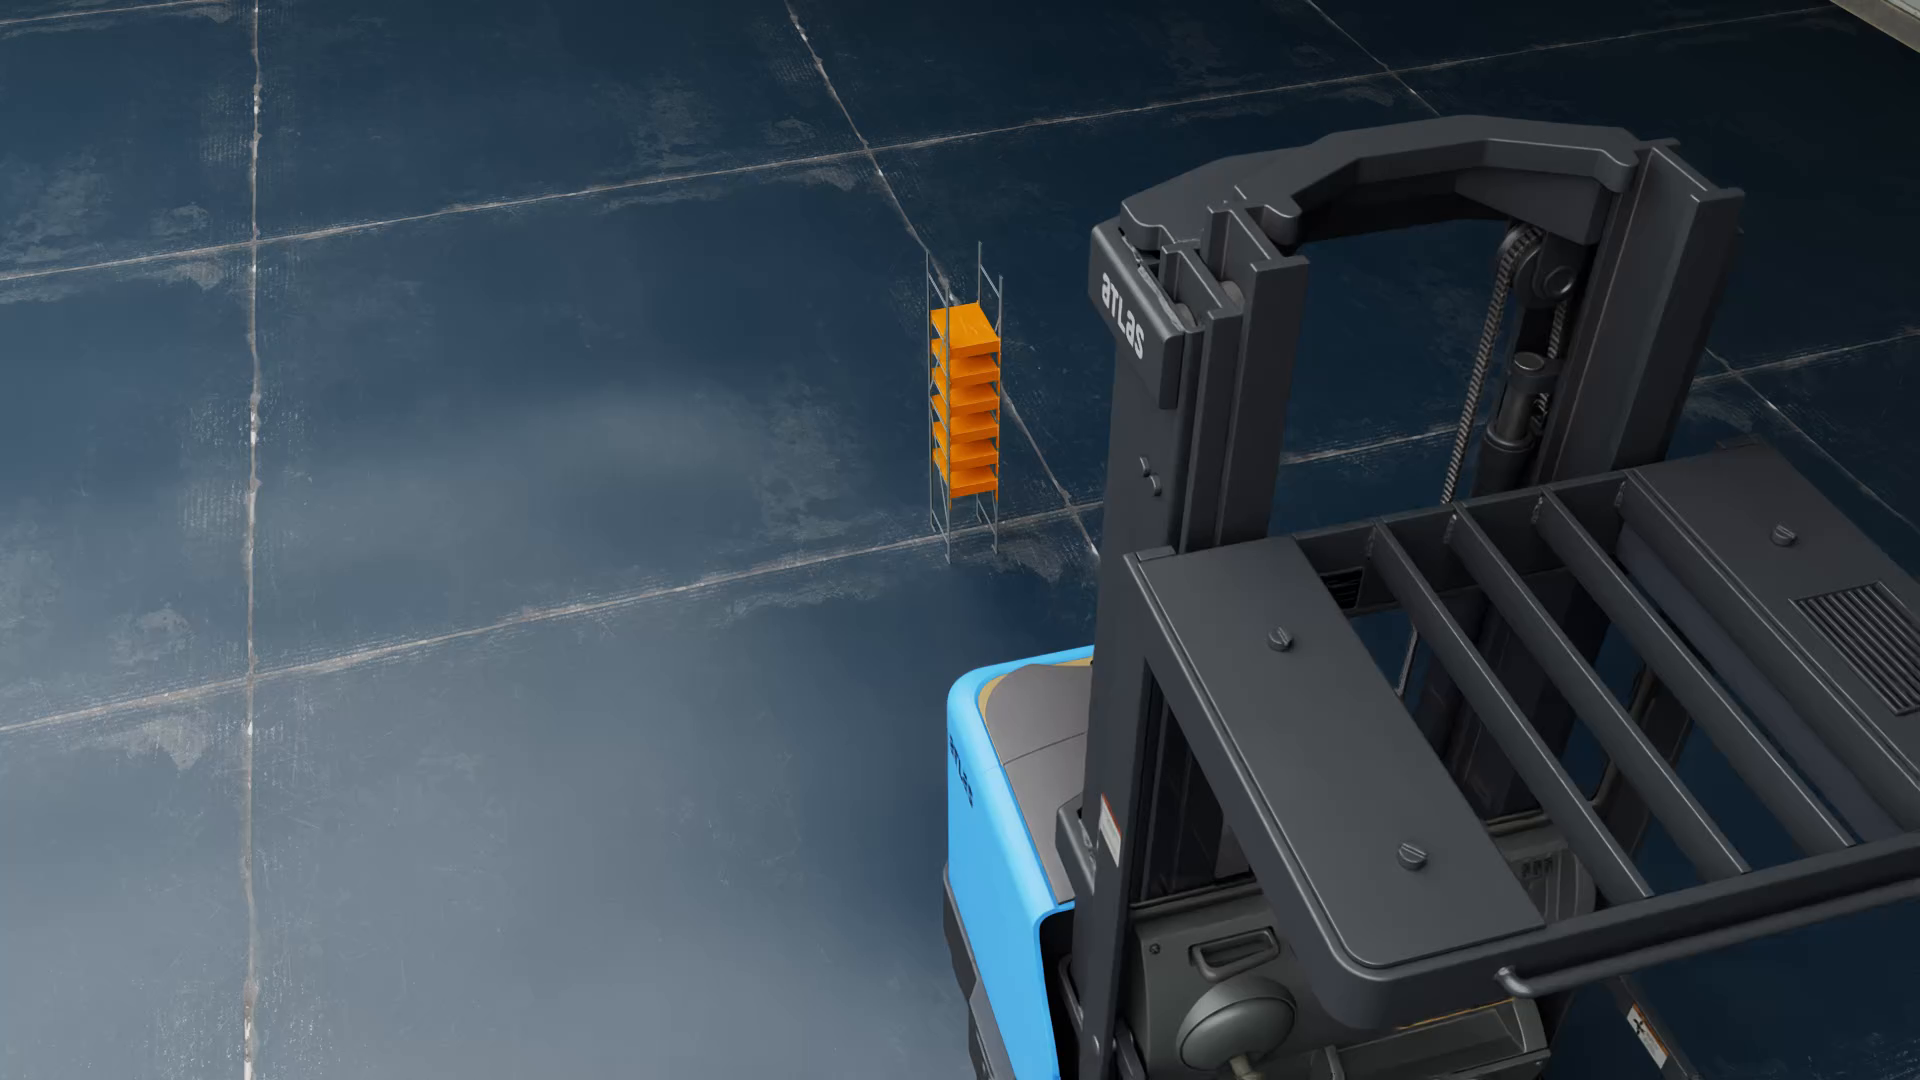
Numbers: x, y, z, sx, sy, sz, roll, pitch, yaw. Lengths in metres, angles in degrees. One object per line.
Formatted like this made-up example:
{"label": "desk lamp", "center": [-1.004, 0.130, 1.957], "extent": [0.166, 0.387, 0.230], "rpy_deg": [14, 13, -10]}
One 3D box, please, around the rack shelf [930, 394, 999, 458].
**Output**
{"label": "rack shelf", "center": [0.014, -0.421, 5.888], "extent": [0.180, 0.103, 0.258], "rpy_deg": [-12, 42, -13]}

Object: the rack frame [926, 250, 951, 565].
{"label": "rack frame", "center": [-0.073, -0.437, 5.838], "extent": [0.006, 1.200, 0.240], "rpy_deg": [-12, 42, -13]}

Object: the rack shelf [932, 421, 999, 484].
{"label": "rack shelf", "center": [0.014, -0.331, 5.967], "extent": [0.180, 0.103, 0.258], "rpy_deg": [-12, 42, -13]}

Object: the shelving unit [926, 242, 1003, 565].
{"label": "shelving unit", "center": [0.014, -0.455, 5.859], "extent": [0.189, 1.200, 0.258], "rpy_deg": [-12, 42, -13]}

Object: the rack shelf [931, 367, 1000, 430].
{"label": "rack shelf", "center": [0.014, -0.512, 5.809], "extent": [0.180, 0.103, 0.258], "rpy_deg": [-12, 42, -13]}

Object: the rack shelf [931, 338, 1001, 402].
{"label": "rack shelf", "center": [0.014, -0.602, 5.730], "extent": [0.180, 0.103, 0.258], "rpy_deg": [-12, 42, -13]}

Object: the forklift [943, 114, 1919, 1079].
{"label": "forklift", "center": [0.843, 0.891, 3.002], "extent": [1.130, 2.935, 3.031], "rpy_deg": [-11, 42, -12]}

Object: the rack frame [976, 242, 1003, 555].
{"label": "rack frame", "center": [0.101, -0.473, 5.879], "extent": [0.006, 1.200, 0.240], "rpy_deg": [-12, 42, -13]}

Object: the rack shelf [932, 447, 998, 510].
{"label": "rack shelf", "center": [0.014, -0.241, 6.046], "extent": [0.180, 0.103, 0.258], "rpy_deg": [-12, 42, -13]}

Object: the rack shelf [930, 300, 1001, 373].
{"label": "rack shelf", "center": [0.014, -0.692, 5.651], "extent": [0.180, 0.103, 0.258], "rpy_deg": [-12, 42, -13]}
